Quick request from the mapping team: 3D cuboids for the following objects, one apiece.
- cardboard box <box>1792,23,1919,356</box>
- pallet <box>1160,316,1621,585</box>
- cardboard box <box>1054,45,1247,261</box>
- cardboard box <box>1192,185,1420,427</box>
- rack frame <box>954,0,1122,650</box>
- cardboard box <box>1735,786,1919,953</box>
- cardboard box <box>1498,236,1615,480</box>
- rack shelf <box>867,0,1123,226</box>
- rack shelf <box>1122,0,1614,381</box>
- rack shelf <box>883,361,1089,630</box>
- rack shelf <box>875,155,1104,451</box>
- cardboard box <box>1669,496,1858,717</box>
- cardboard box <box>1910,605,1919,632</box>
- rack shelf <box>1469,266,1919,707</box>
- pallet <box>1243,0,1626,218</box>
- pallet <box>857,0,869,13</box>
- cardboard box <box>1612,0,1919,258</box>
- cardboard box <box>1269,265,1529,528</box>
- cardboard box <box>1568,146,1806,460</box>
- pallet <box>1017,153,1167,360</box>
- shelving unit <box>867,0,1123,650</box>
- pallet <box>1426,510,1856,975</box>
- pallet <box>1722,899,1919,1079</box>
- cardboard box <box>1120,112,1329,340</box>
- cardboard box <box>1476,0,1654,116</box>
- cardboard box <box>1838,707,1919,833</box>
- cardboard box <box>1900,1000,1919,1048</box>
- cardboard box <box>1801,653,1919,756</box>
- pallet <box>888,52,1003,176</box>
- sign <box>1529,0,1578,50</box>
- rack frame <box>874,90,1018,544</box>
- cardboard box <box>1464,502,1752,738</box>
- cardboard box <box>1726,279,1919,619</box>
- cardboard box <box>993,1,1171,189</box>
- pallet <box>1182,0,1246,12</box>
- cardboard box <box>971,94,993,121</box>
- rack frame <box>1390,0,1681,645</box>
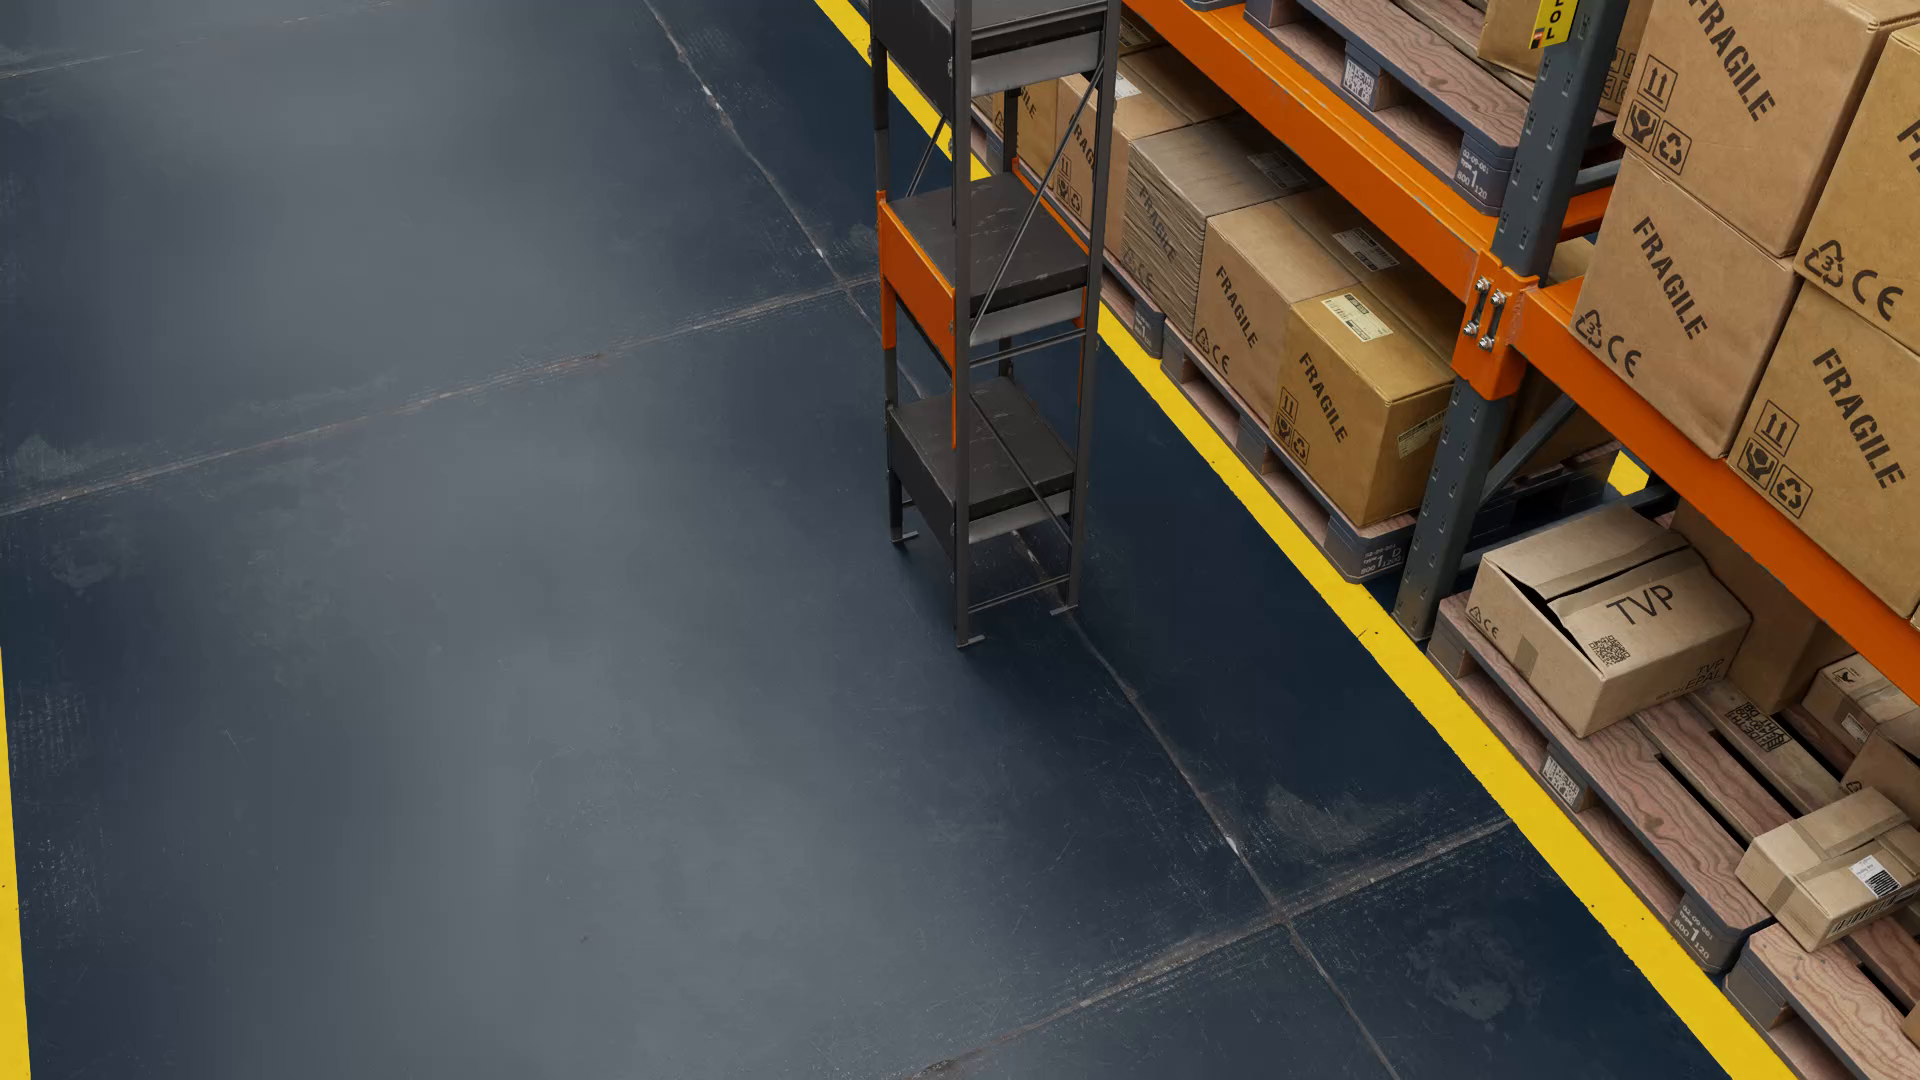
[{"bbox_3d":[1.938,-0.624,2.963,0.500,0.500,0.500,-19,48,-19],"label":"cardboard box"},{"bbox_3d":[1.402,-0.459,5.565,1.003,0.211,1.213,-18,47,-17],"label":"pallet"},{"bbox_3d":[0.684,-1.401,6.001,0.500,0.500,0.500,-20,48,-19],"label":"cardboard box"},{"bbox_3d":[1.110,-0.758,5.349,0.500,0.500,0.500,-18,47,-17],"label":"cardboard box"},{"bbox_3d":[0.172,-0.486,4.248,0.400,2.100,0.015,-18,47,-17],"label":"rack frame"},{"bbox_3d":[2.131,0.787,4.020,0.380,0.166,0.250,-18,47,-17],"label":"cardboard box"},{"bbox_3d":[1.796,-0.591,5.180,0.500,0.500,0.500,-20,48,-19],"label":"cardboard box"},{"bbox_3d":[0.070,-1.130,3.924,0.431,0.518,0.480,-18,47,-17],"label":"rack shelf"},{"bbox_3d":[0.937,-1.963,5.616,1.077,0.370,4.000,-18,47,-17],"label":"rack shelf"},{"bbox_3d":[0.070,-0.134,4.907,0.431,0.518,0.480,-18,47,-17],"label":"rack shelf"},{"bbox_3d":[0.070,-0.632,4.415,0.431,0.518,0.480,-18,47,-17],"label":"rack shelf"},{"bbox_3d":[2.275,0.068,4.512,0.500,0.500,0.500,-18,47,-17],"label":"cardboard box"},{"bbox_3d":[2.172,0.070,2.972,0.500,0.500,0.500,-18,47,-18],"label":"cardboard box"},{"bbox_3d":[2.619,0.586,3.032,1.077,0.370,4.000,-18,47,-17],"label":"rack shelf"},{"bbox_3d":[1.541,-1.417,4.687,1.003,0.211,1.213,-18,47,-17],"label":"pallet"},{"bbox_3d":[-0.215,-3.037,8.177,1.003,0.211,1.213,-18,47,-17],"label":"pallet"},{"bbox_3d":[1.721,-0.952,3.296,0.500,0.500,0.500,-17,47,-16],"label":"cardboard box"},{"bbox_3d":[1.310,-0.441,5.028,0.500,0.500,0.500,-18,47,-18],"label":"cardboard box"},{"bbox_3d":[1.745,-0.575,3.625,0.500,0.500,0.500,-17,47,-16],"label":"cardboard box"},{"bbox_3d":[0.885,-1.237,6.354,1.003,0.211,1.213,-18,47,-17],"label":"pallet"},{"bbox_3d":[0.070,-0.642,4.406,0.431,2.100,0.503,-18,47,-17],"label":"shelving unit"},{"bbox_3d":[2.066,0.486,4.607,1.003,0.211,1.213,-18,47,-17],"label":"pallet"},{"bbox_3d":[2.583,1.265,3.818,1.003,0.211,1.213,-18,47,-17],"label":"pallet"},{"bbox_3d":[0.900,-1.078,5.673,0.500,0.500,0.500,-17,47,-17],"label":"cardboard box"},{"bbox_3d":[1.782,-1.497,4.262,0.700,0.500,0.500,-34,54,-30],"label":"cardboard box"},{"bbox_3d":[2.590,0.614,4.094,0.500,0.311,0.500,-18,47,-17],"label":"cardboard box"},{"bbox_3d":[2.573,0.984,3.582,0.797,0.503,0.637,-18,47,-17],"label":"cardboard box"},{"bbox_3d":[2.487,0.415,4.411,0.380,0.149,0.250,-18,47,-17],"label":"cardboard box"},{"bbox_3d":[0.376,-2.014,7.141,1.003,0.211,1.213,-18,47,-17],"label":"pallet"},{"bbox_3d":[1.276,-1.190,3.496,0.100,0.325,0.005,-18,47,-17],"label":"sign"},{"bbox_3d":[-0.033,-0.797,4.563,0.400,2.100,0.015,-18,47,-17],"label":"rack frame"},{"bbox_3d":[1.758,0.188,4.525,0.500,0.311,0.500,-18,47,-17],"label":"cardboard box"},{"bbox_3d":[1.963,-0.249,3.296,0.500,0.500,0.500,-17,47,-17],"label":"cardboard box"},{"bbox_3d":[0.460,-1.733,6.337,0.500,0.500,0.500,-19,48,-18],"label":"cardboard box"},{"bbox_3d":[0.918,-2.187,5.467,1.003,0.211,1.213,-18,47,-17],"label":"pallet"},{"bbox_3d":[0.253,-2.054,6.662,0.500,0.500,0.500,-20,48,-19],"label":"cardboard box"},{"bbox_3d":[1.778,-0.944,4.071,1.000,3.000,0.127,-18,47,-17],"label":"rack frame"}]
